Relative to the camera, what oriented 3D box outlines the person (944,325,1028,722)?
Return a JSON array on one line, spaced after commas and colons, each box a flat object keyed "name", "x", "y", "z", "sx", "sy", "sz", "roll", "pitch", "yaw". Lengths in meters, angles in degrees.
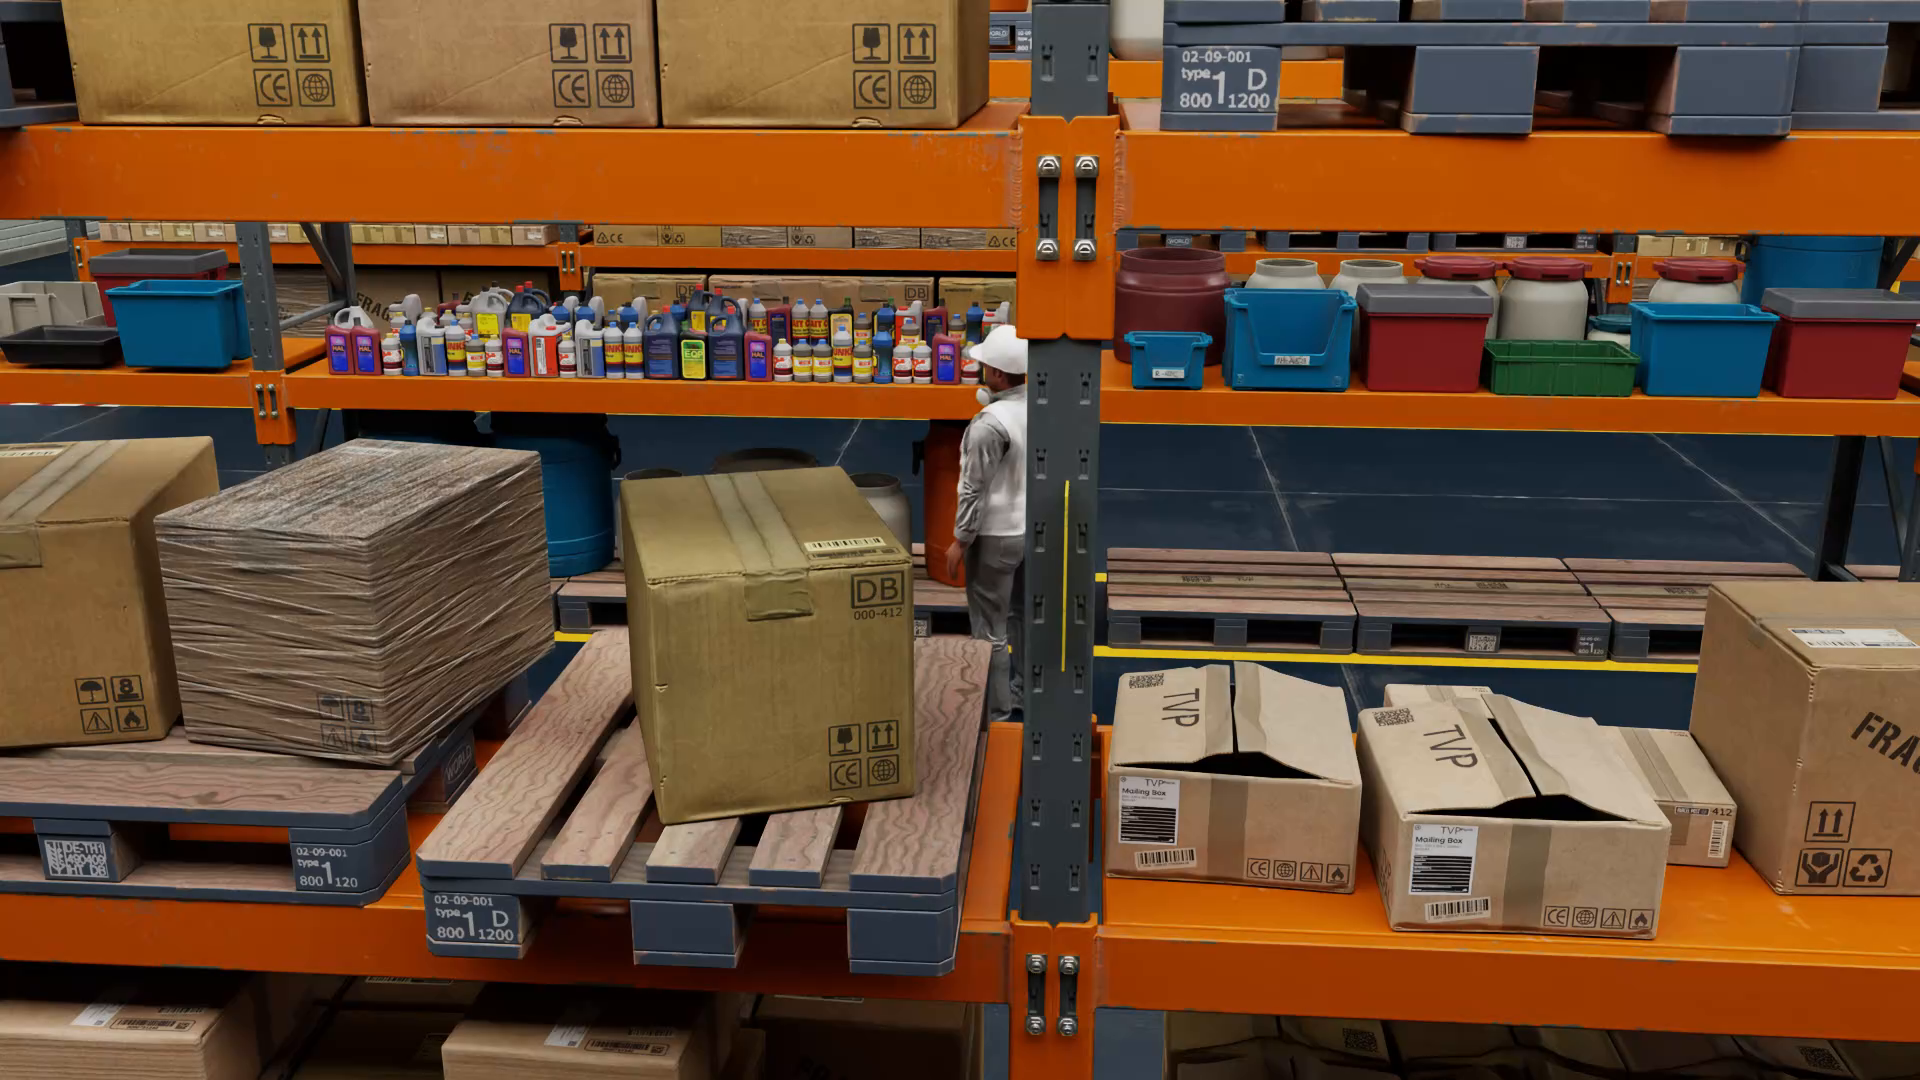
[{"name": "person", "x": 0.180, "y": -0.026, "z": 7.099, "sx": 0.383, "sy": 1.802, "sz": 0.558, "roll": 13, "pitch": 22, "yaw": 36}]
